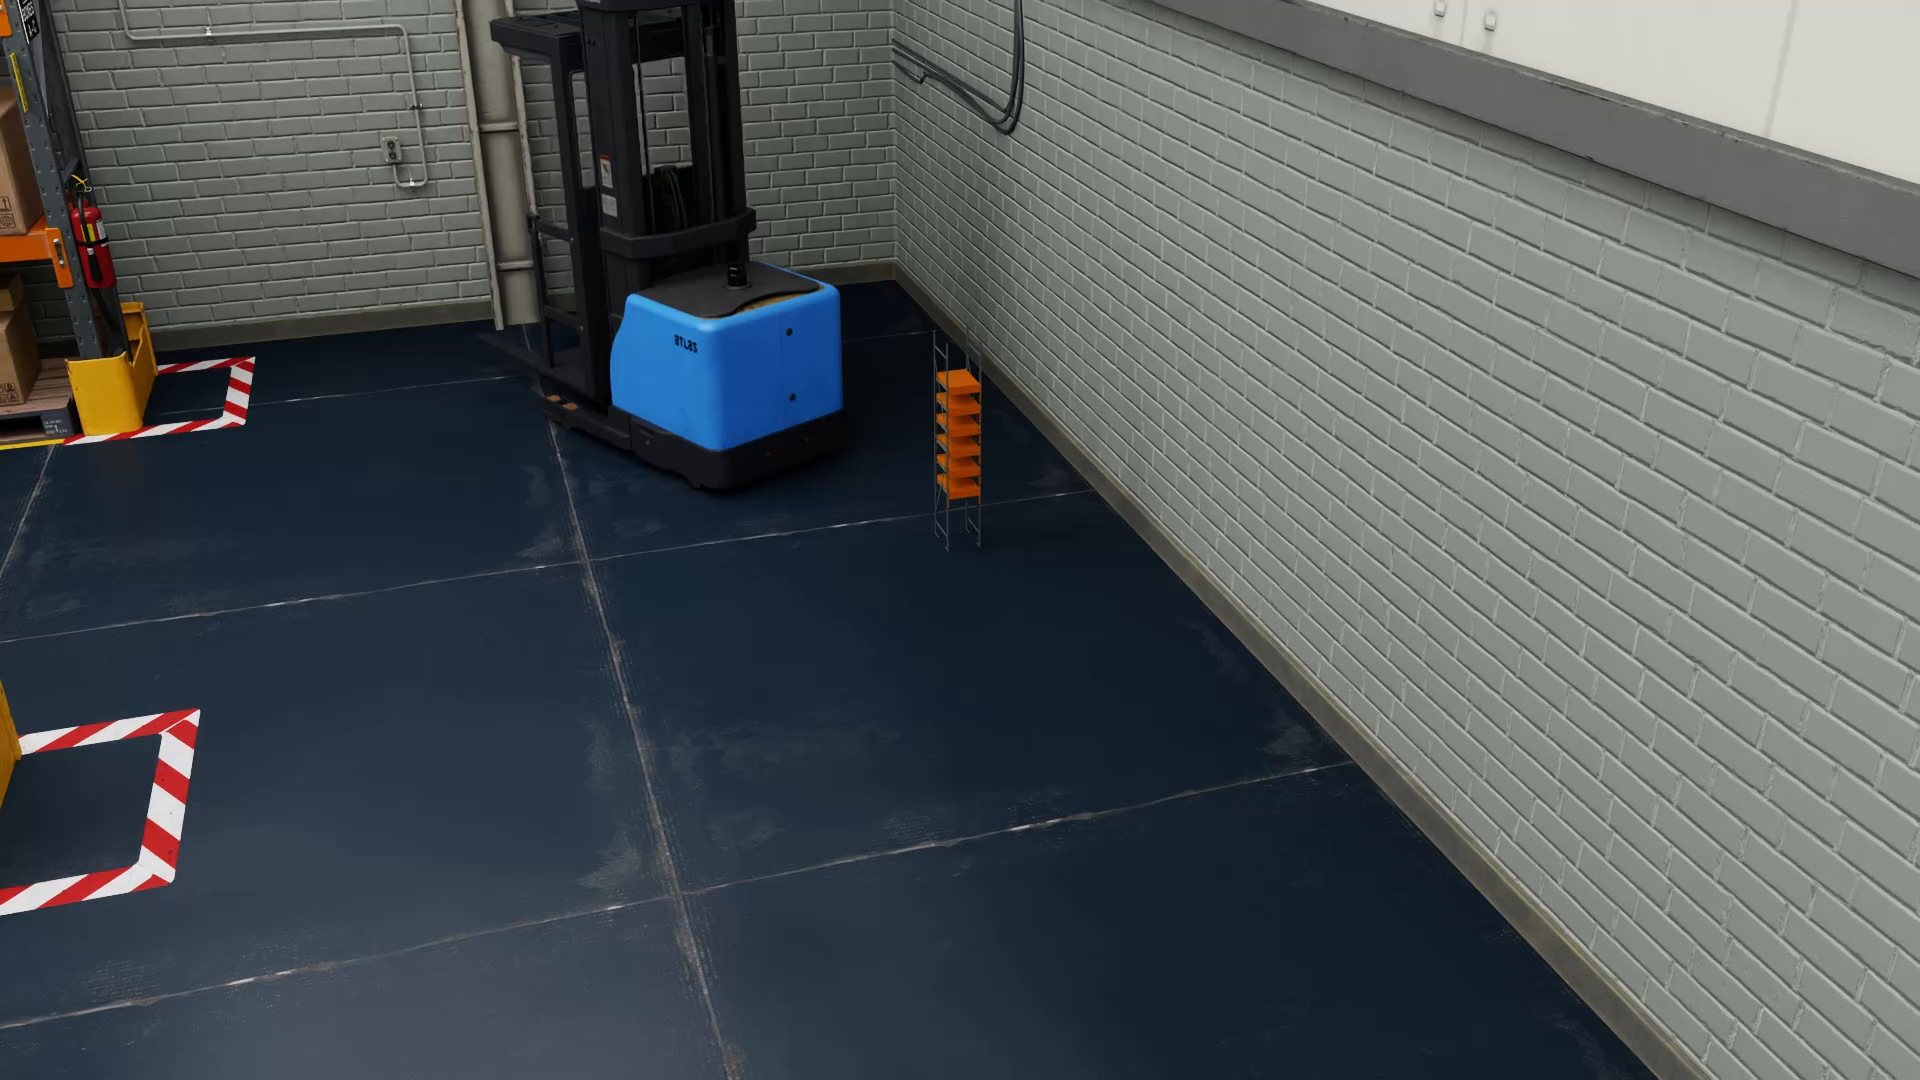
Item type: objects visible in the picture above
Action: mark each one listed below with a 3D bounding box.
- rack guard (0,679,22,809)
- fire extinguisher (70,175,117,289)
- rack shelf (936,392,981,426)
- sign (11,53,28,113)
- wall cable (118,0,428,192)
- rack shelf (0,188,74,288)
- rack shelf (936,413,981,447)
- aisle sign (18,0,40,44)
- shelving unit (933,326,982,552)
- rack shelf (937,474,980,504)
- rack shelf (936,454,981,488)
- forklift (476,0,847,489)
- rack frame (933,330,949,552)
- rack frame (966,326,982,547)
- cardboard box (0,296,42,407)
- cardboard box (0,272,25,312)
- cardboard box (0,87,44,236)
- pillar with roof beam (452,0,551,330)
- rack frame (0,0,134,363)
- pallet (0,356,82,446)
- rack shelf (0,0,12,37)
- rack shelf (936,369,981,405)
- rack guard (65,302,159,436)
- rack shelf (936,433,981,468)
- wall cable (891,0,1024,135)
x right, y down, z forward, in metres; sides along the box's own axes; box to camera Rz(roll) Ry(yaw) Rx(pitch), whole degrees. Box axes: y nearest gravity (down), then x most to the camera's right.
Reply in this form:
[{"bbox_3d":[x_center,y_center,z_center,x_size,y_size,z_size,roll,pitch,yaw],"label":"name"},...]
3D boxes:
[{"bbox_3d":[-4.151,0.960,6.753,0.348,0.500,1.175,-8,28,-16],"label":"rack guard"},{"bbox_3d":[-5.330,-1.888,10.185,0.183,0.674,0.296,-8,28,-16],"label":"fire extinguisher"},{"bbox_3d":[-0.014,-0.711,8.892,0.180,0.103,0.258,-8,28,-16],"label":"rack shelf"},{"bbox_3d":[-5.462,-2.657,9.660,0.005,0.325,0.100,-8,28,-16],"label":"sign"},{"bbox_3d":[-4.692,-3.295,11.371,1.851,1.984,0.084,-8,28,-16],"label":"wall cable"},{"bbox_3d":[-7.518,-1.666,10.041,4.000,0.370,1.077,-8,28,-16],"label":"rack shelf"},{"bbox_3d":[-0.014,-0.603,8.946,0.180,0.103,0.258,-8,28,-16],"label":"rack shelf"},{"bbox_3d":[-5.455,-3.311,9.623,0.004,0.787,0.394,-8,28,-16],"label":"aisle sign"},{"bbox_3d":[-0.014,-0.535,8.979,0.189,1.200,0.258,-8,28,-16],"label":"shelving unit"},{"bbox_3d":[-0.014,-0.281,9.106,0.180,0.103,0.258,-8,28,-16],"label":"rack shelf"},{"bbox_3d":[-0.014,-0.388,9.052,0.180,0.103,0.258,-8,28,-16],"label":"rack shelf"},{"bbox_3d":[-2.090,-2.168,10.320,1.130,2.935,3.031,-24,35,-39],"label":"forklift"},{"bbox_3d":[-0.101,-0.523,8.954,0.006,1.200,0.240,-8,28,-16],"label":"rack frame"},{"bbox_3d":[0.073,-0.548,9.005,0.006,1.200,0.240,-8,28,-16],"label":"rack frame"},{"bbox_3d":[-6.251,-1.193,10.619,0.500,0.500,0.700,-8,28,-16],"label":"cardboard box"},{"bbox_3d":[-6.195,-1.586,10.680,0.250,0.149,0.380,-8,28,-16],"label":"cardboard box"},{"bbox_3d":[-6.099,-2.323,10.219,0.700,0.700,0.980,-7,27,-14],"label":"cardboard box"},{"bbox_3d":[-1.984,-3.868,6.921,0.400,9.000,9.100,-8,28,-16],"label":"pillar with roof beam"},{"bbox_3d":[-5.617,-2.264,10.436,0.127,3.000,1.000,-8,28,-16],"label":"rack frame"},{"bbox_3d":[-6.353,-0.871,10.768,1.213,0.211,1.003,-8,28,-16],"label":"pallet"},{"bbox_3d":[-7.518,-3.009,9.374,4.000,0.370,1.077,-8,28,-16],"label":"rack shelf"},{"bbox_3d":[-0.014,-0.818,8.839,0.180,0.103,0.258,-8,28,-16],"label":"rack shelf"},{"bbox_3d":[-5.594,-1.147,10.999,0.348,0.500,1.175,-8,28,-16],"label":"rack guard"},{"bbox_3d":[-0.014,-0.496,8.999,0.180,0.103,0.258,-8,28,-16],"label":"rack shelf"},{"bbox_3d":[-0.128,-4.188,11.057,0.112,2.526,3.097,-8,28,-16],"label":"wall cable"}]
